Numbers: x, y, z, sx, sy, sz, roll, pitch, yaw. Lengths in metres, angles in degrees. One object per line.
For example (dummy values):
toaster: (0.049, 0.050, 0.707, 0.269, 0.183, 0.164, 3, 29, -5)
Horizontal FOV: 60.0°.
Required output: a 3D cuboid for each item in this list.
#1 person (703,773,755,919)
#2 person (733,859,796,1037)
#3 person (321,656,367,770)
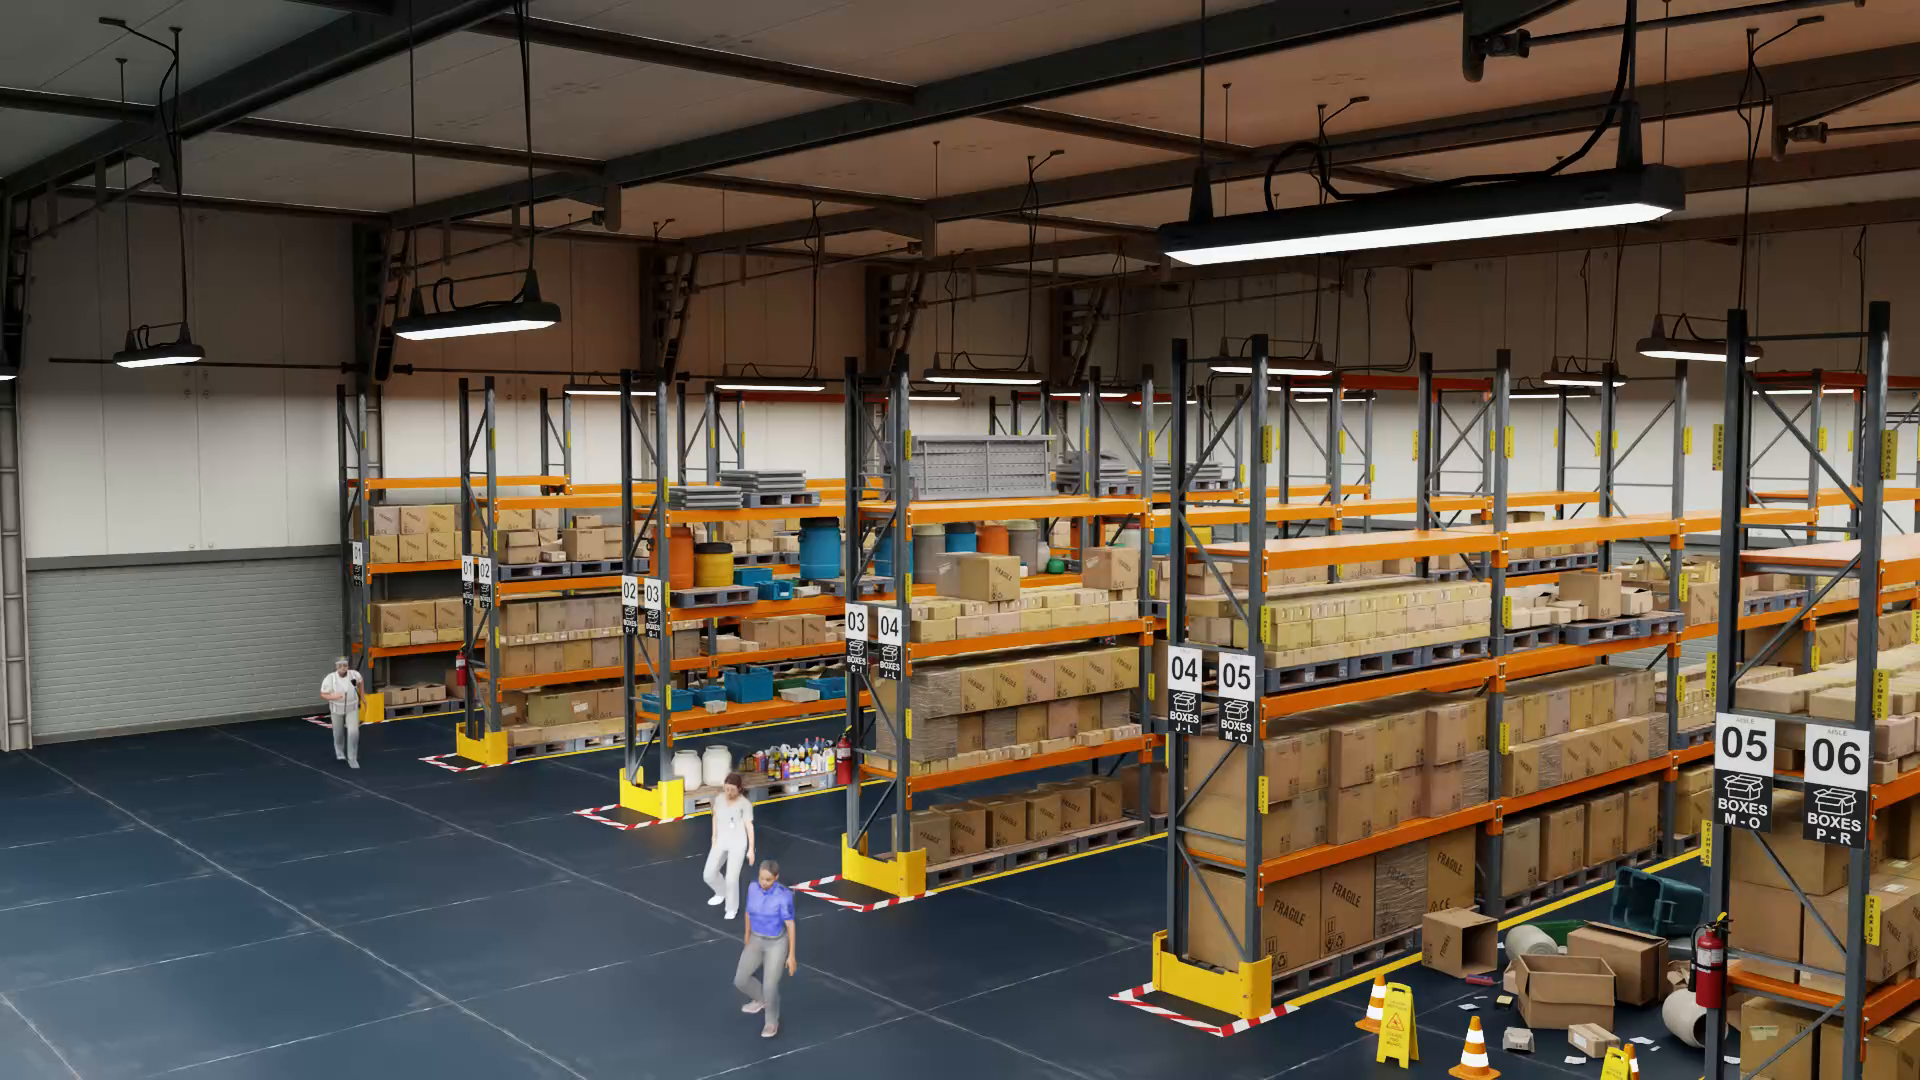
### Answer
person: (-2.407, 3.204, 17.542, 0.696, 1.595, 0.601, 1, 4, 21)
person: (-1.633, 3.440, 14.210, 0.740, 1.573, 0.616, 2, 4, 25)
person: (-9.477, 2.626, 25.601, 0.666, 1.753, 1.001, -1, 4, -22)
